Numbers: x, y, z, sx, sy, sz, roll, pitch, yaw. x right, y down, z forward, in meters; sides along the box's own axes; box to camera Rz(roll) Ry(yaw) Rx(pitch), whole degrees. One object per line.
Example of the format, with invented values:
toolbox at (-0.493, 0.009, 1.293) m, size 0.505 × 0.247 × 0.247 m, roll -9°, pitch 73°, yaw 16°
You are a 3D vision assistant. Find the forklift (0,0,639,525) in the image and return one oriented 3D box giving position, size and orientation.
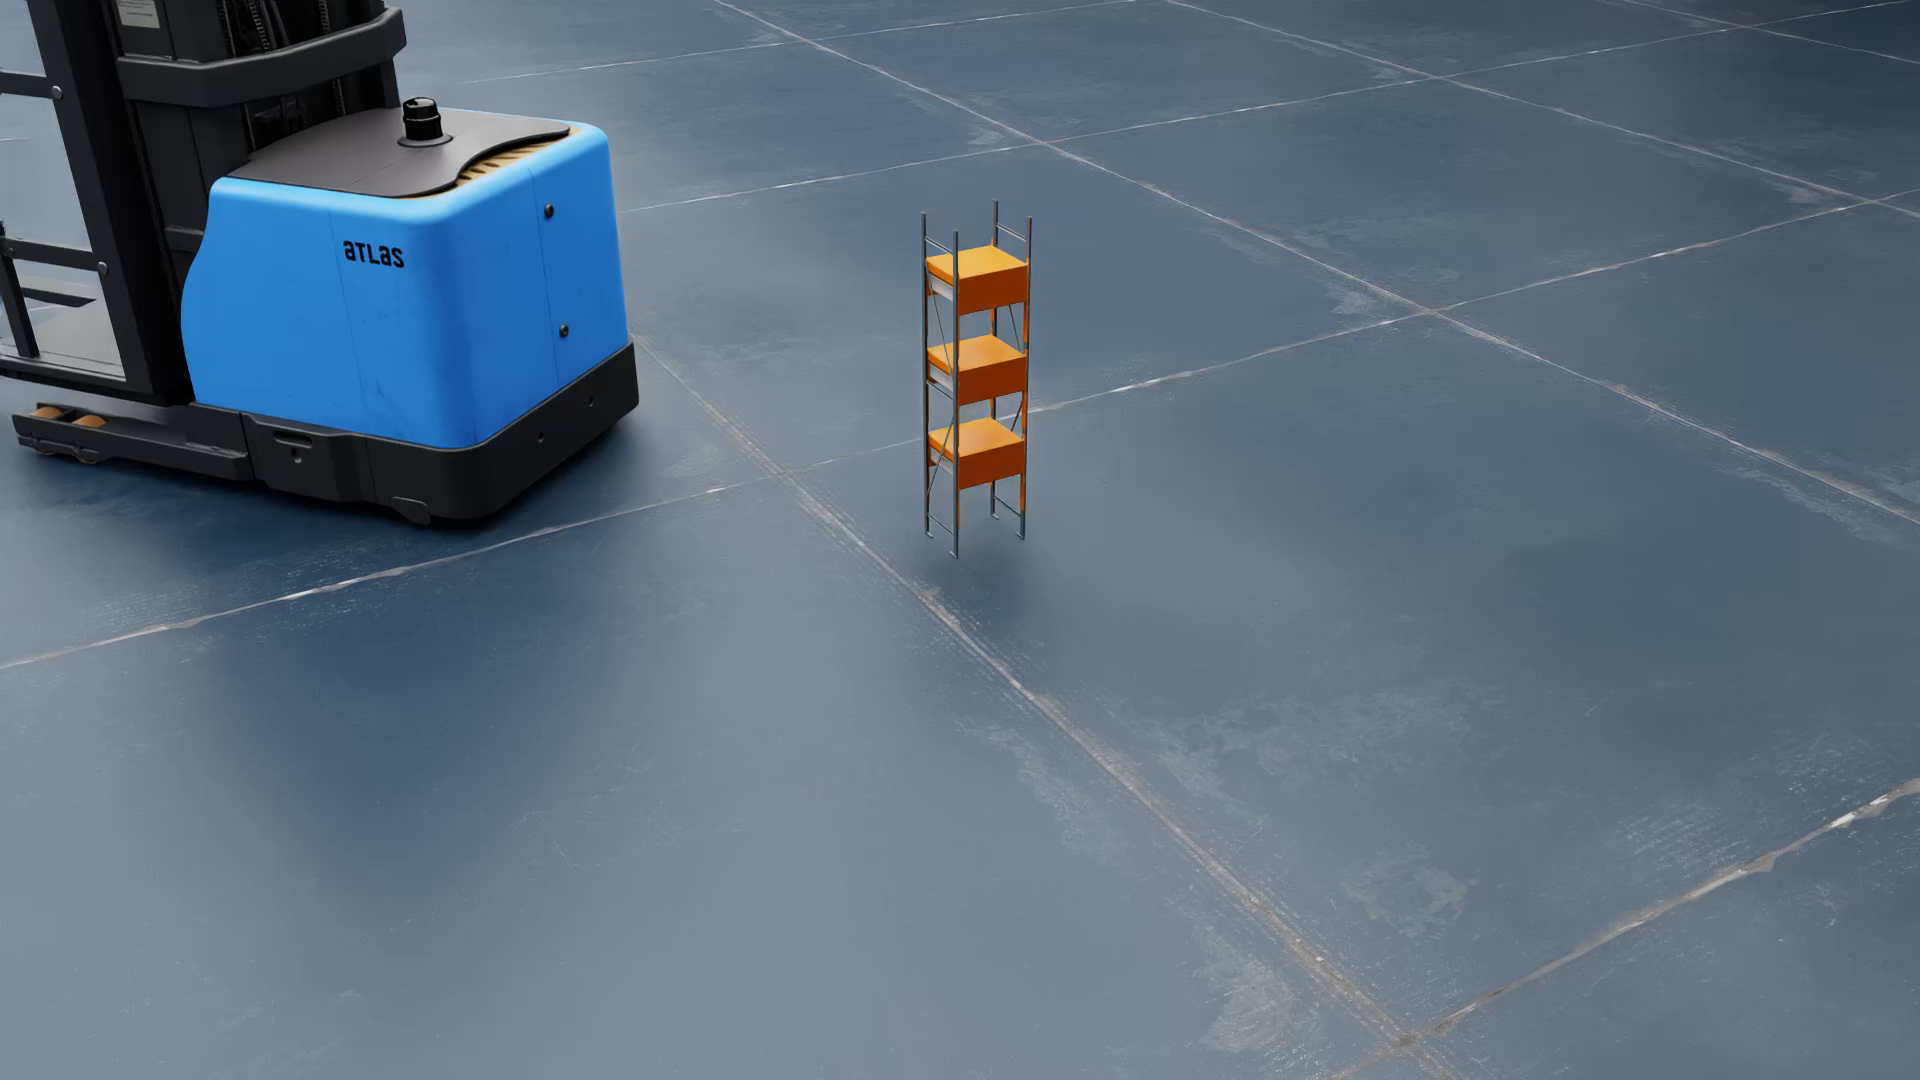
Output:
forklift at (-2.727, -1.768, 5.420) m, size 3.031 × 2.935 × 1.130 m, roll 11°, pitch 31°, yaw 18°

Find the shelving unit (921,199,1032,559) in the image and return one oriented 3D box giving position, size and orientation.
shelving unit at (0.046, -0.473, 5.020) m, size 0.252 × 1.050 × 0.215 m, roll -16°, pitch 33°, yaw -26°

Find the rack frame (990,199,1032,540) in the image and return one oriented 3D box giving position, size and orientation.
rack frame at (0.151, -0.503, 5.074) m, size 0.008 × 1.050 × 0.200 m, roll -16°, pitch 33°, yaw -26°

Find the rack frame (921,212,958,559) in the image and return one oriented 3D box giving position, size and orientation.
rack frame at (-0.059, -0.443, 4.966) m, size 0.008 × 1.050 × 0.200 m, roll -16°, pitch 33°, yaw -26°

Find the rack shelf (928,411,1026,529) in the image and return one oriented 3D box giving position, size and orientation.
rack shelf at (0.046, -0.220, 5.159) m, size 0.240 × 0.259 × 0.215 m, roll -16°, pitch 33°, yaw -26°

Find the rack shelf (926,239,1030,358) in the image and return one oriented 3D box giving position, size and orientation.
rack shelf at (0.046, -0.712, 4.888) m, size 0.240 × 0.259 × 0.215 m, roll -16°, pitch 33°, yaw -26°

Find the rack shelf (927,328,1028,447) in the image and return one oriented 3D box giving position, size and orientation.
rack shelf at (0.046, -0.463, 5.025) m, size 0.240 × 0.259 × 0.215 m, roll -16°, pitch 33°, yaw -26°
